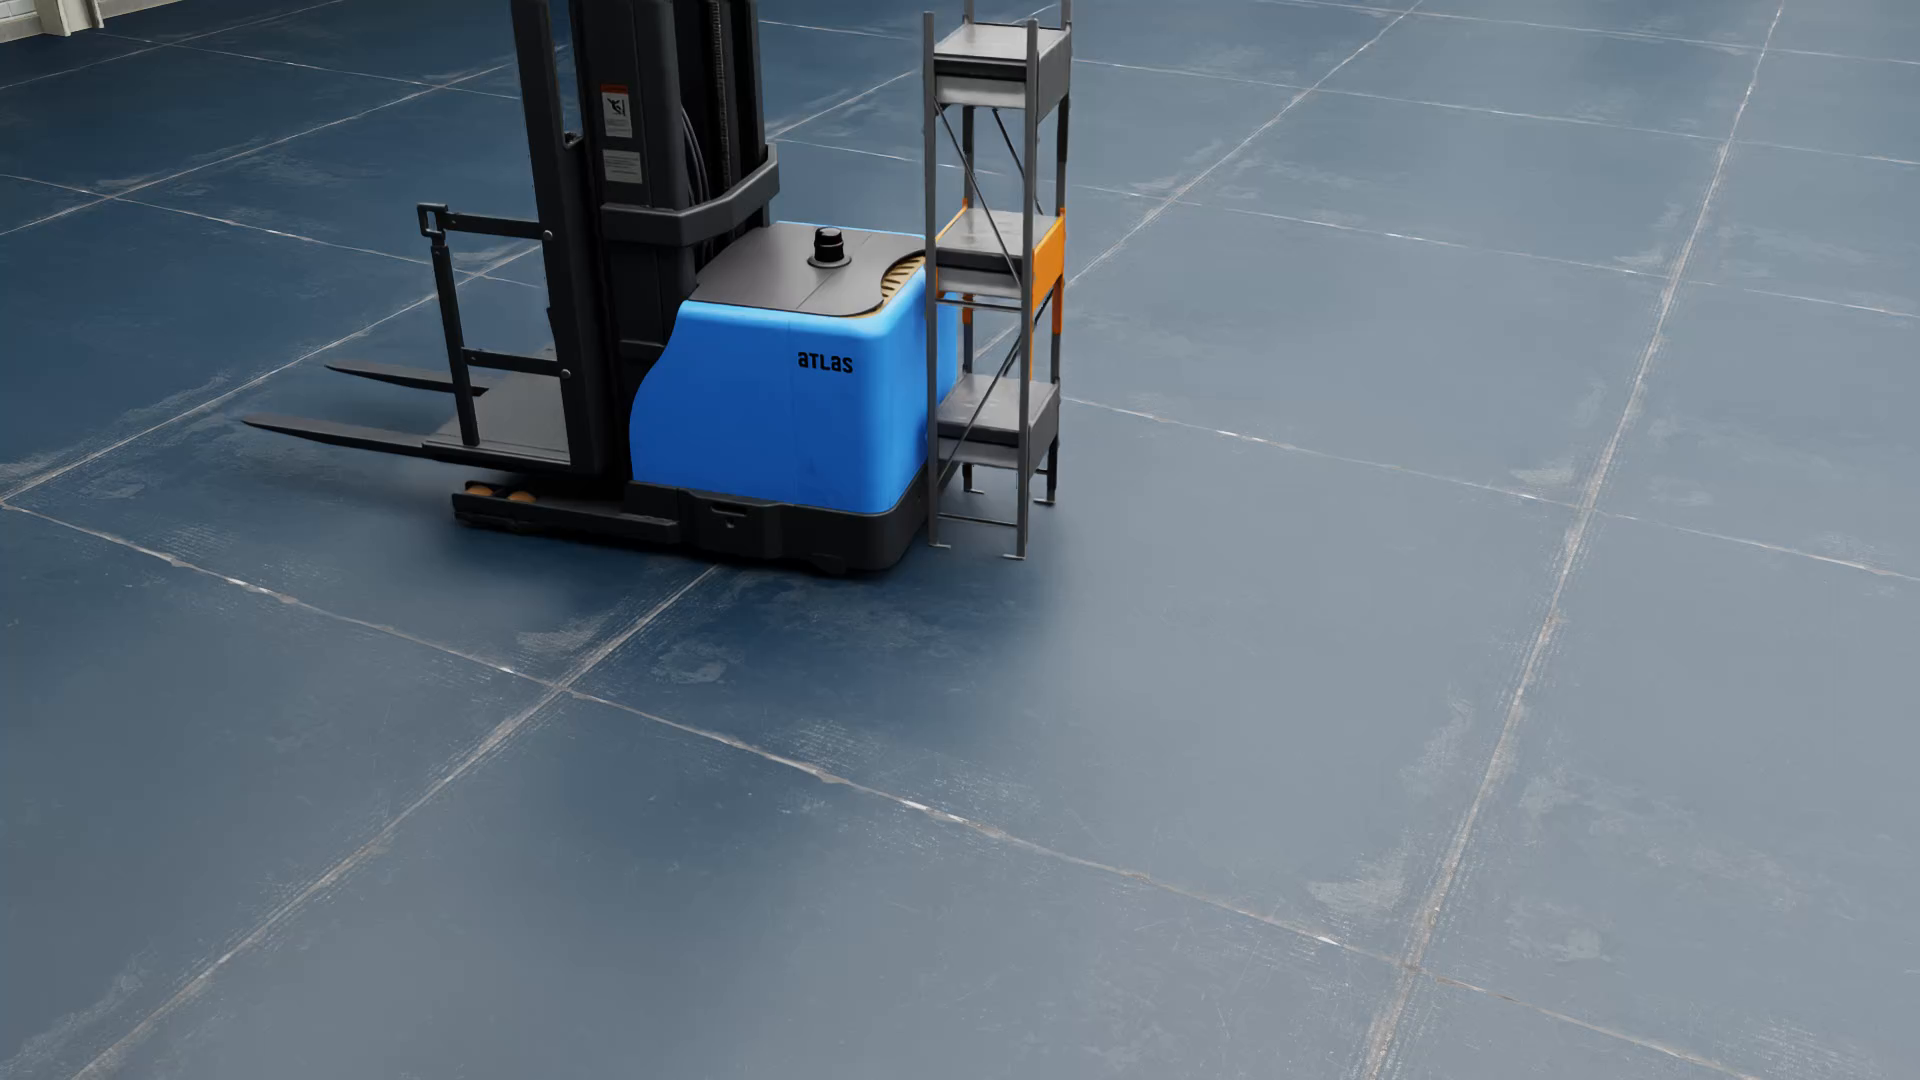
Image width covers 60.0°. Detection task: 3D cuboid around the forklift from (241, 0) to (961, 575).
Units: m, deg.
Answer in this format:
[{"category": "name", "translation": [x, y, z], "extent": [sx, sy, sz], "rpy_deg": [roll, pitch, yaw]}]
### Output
[{"category": "forklift", "translation": [-1.573, -1.542, 6.493], "extent": [3.031, 2.935, 1.130], "rpy_deg": [8, 31, 14]}]

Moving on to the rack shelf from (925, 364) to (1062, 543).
[{"category": "rack shelf", "translation": [0.138, -0.355, 6.693], "extent": [0.431, 0.518, 0.480], "rpy_deg": [9, 31, 15]}]

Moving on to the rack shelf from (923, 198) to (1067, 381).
[{"category": "rack shelf", "translation": [0.139, -0.963, 6.345], "extent": [0.431, 0.518, 0.480], "rpy_deg": [9, 31, 15]}]

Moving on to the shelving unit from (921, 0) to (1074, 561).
[{"category": "shelving unit", "translation": [0.139, -0.975, 6.338], "extent": [0.431, 2.100, 0.503], "rpy_deg": [9, 31, 15]}]

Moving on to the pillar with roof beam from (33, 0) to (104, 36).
[{"category": "pillar with roof beam", "translation": [-3.898, -7.375, 10.556], "extent": [9.100, 9.000, 0.400], "rpy_deg": [14, 33, 23]}]

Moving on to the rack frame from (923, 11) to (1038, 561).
[{"category": "rack frame", "translation": [0.068, -0.859, 6.135], "extent": [0.400, 2.100, 0.015], "rpy_deg": [9, 31, 15]}]

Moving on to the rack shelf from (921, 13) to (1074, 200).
[{"category": "rack shelf", "translation": [0.139, -1.571, 5.997], "extent": [0.431, 0.518, 0.480], "rpy_deg": [9, 31, 15]}]

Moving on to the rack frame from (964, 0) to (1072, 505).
[{"category": "rack frame", "translation": [0.210, -1.091, 6.541], "extent": [0.400, 2.100, 0.015], "rpy_deg": [9, 31, 15]}]
